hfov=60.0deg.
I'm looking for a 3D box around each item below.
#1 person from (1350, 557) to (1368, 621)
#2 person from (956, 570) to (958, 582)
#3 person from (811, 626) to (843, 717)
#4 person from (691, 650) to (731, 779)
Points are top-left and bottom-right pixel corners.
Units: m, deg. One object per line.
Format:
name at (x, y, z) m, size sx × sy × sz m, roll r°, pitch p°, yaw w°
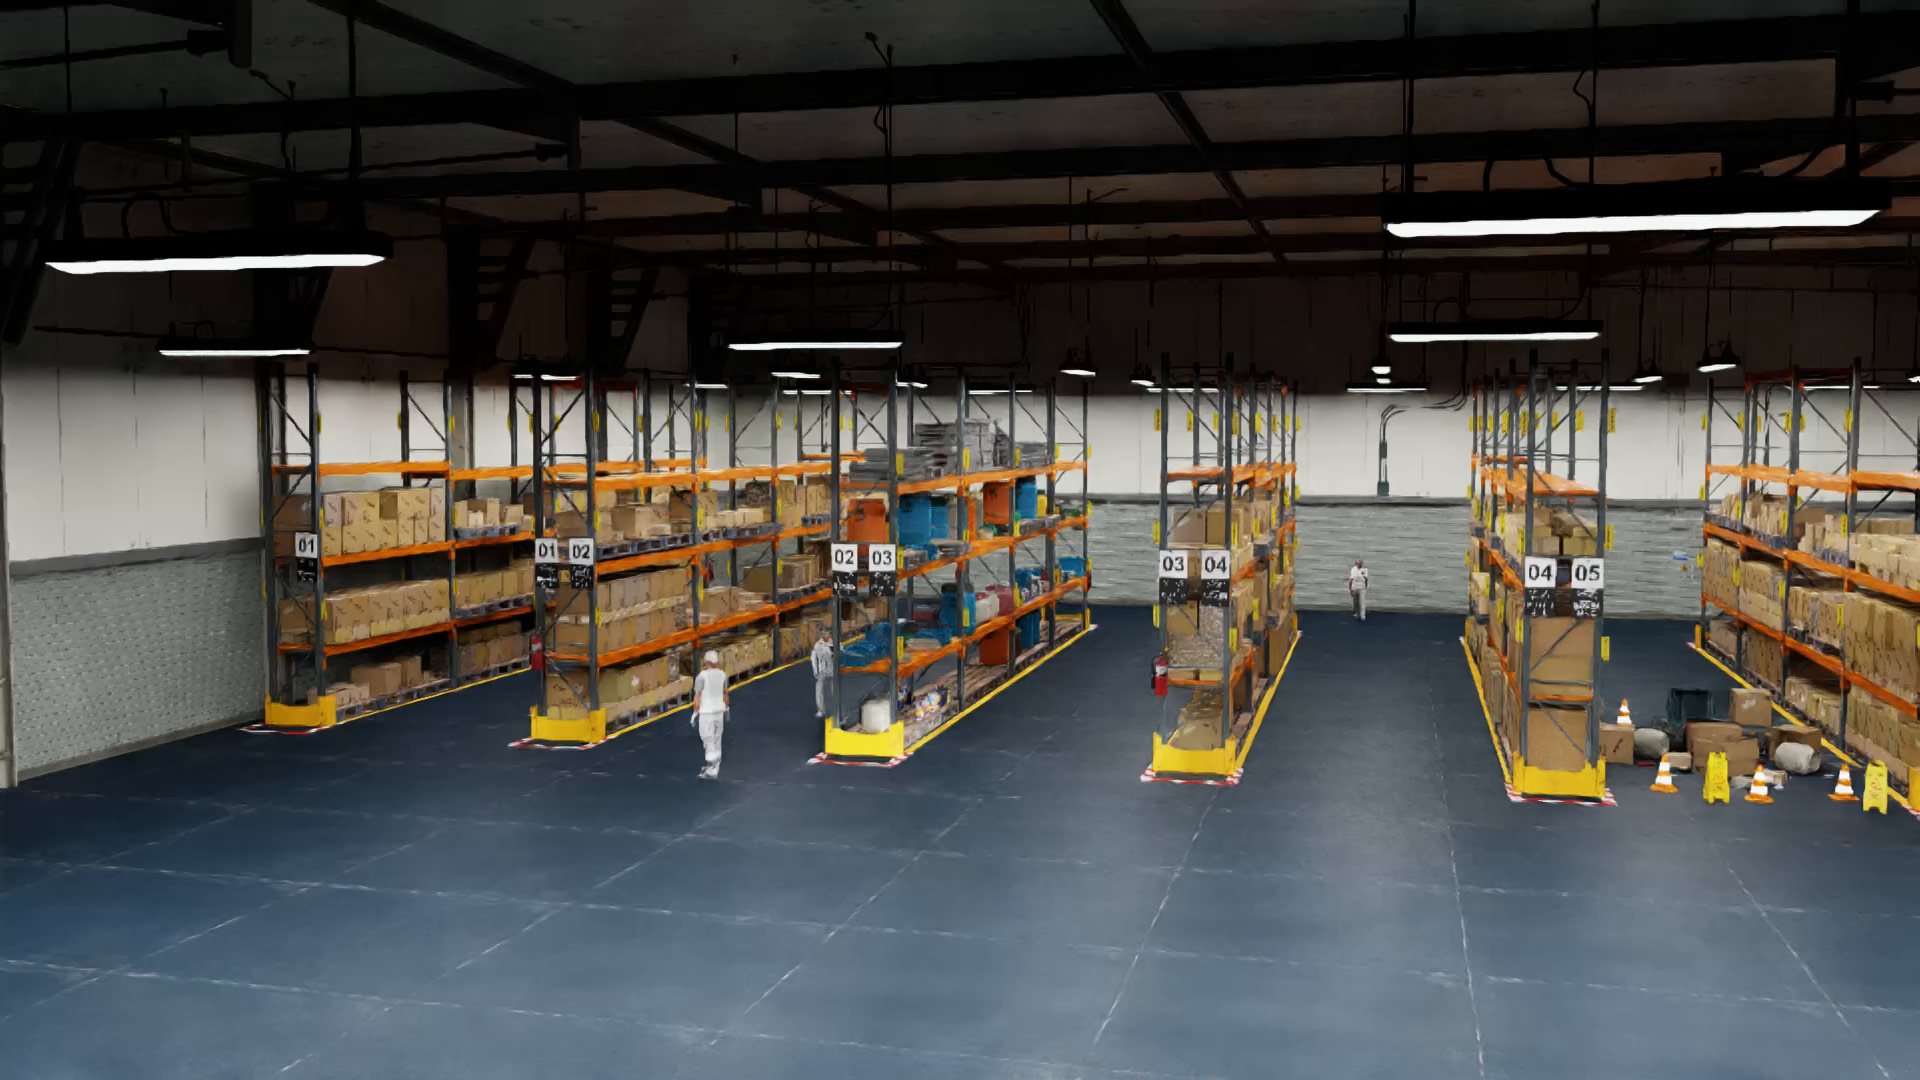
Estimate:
person at (10.144, 1.221, 42.293) m, size 0.456 × 1.595 × 1.093 m, roll 1°, pitch 4°, yaw 17°
person at (0.067, 1.259, 40.900) m, size 0.525 × 1.724 × 0.640 m, roll 1°, pitch 4°, yaw 20°
person at (-2.223, 2.225, 28.058) m, size 0.641 × 1.626 × 0.526 m, roll 1°, pitch 4°, yaw 14°
person at (-3.528, 2.441, 23.547) m, size 0.563 × 1.784 × 0.637 m, roll 4°, pitch 6°, yaw 44°
